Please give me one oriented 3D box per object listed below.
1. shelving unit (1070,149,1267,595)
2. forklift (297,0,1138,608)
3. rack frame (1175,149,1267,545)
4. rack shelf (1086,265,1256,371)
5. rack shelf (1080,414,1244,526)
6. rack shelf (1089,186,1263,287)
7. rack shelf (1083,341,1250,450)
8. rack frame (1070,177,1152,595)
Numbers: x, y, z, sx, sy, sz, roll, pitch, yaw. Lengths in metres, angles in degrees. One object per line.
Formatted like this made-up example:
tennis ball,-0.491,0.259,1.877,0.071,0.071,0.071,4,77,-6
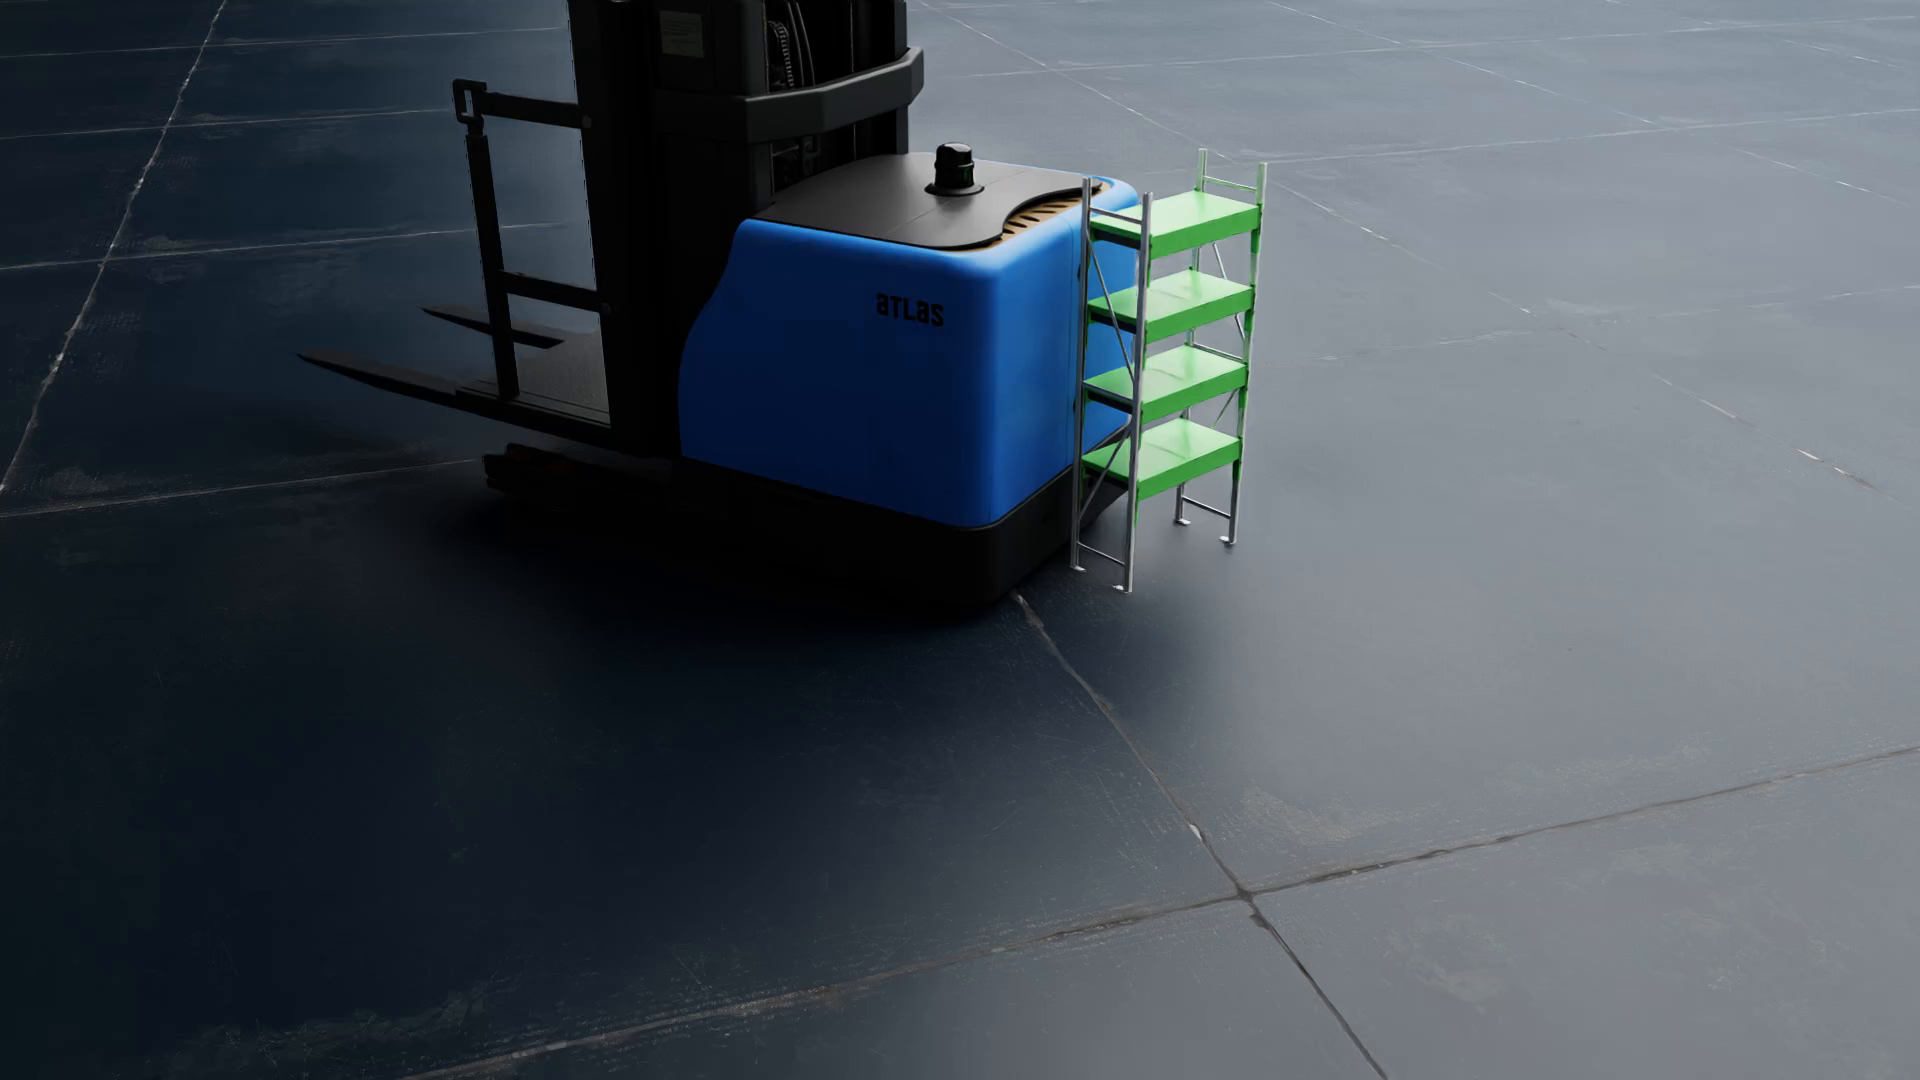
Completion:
shelving unit,0.602,-0.490,4.889,0.503,1.200,0.258,-22,34,-37
forklift,-0.977,-1.587,5.151,3.031,2.935,1.130,15,30,27
rack frame,0.781,-0.564,5.037,0.015,1.200,0.240,-22,34,-37
rack shelf,0.602,-0.648,4.810,0.480,0.148,0.258,-22,34,-37
rack shelf,0.602,-0.218,5.024,0.480,0.148,0.258,-22,34,-37
rack shelf,0.602,-0.863,4.704,0.480,0.148,0.258,-22,34,-37
rack shelf,0.602,-0.433,4.917,0.480,0.148,0.258,-22,34,-37
rack frame,0.422,-0.417,4.741,0.015,1.200,0.240,-22,34,-37
